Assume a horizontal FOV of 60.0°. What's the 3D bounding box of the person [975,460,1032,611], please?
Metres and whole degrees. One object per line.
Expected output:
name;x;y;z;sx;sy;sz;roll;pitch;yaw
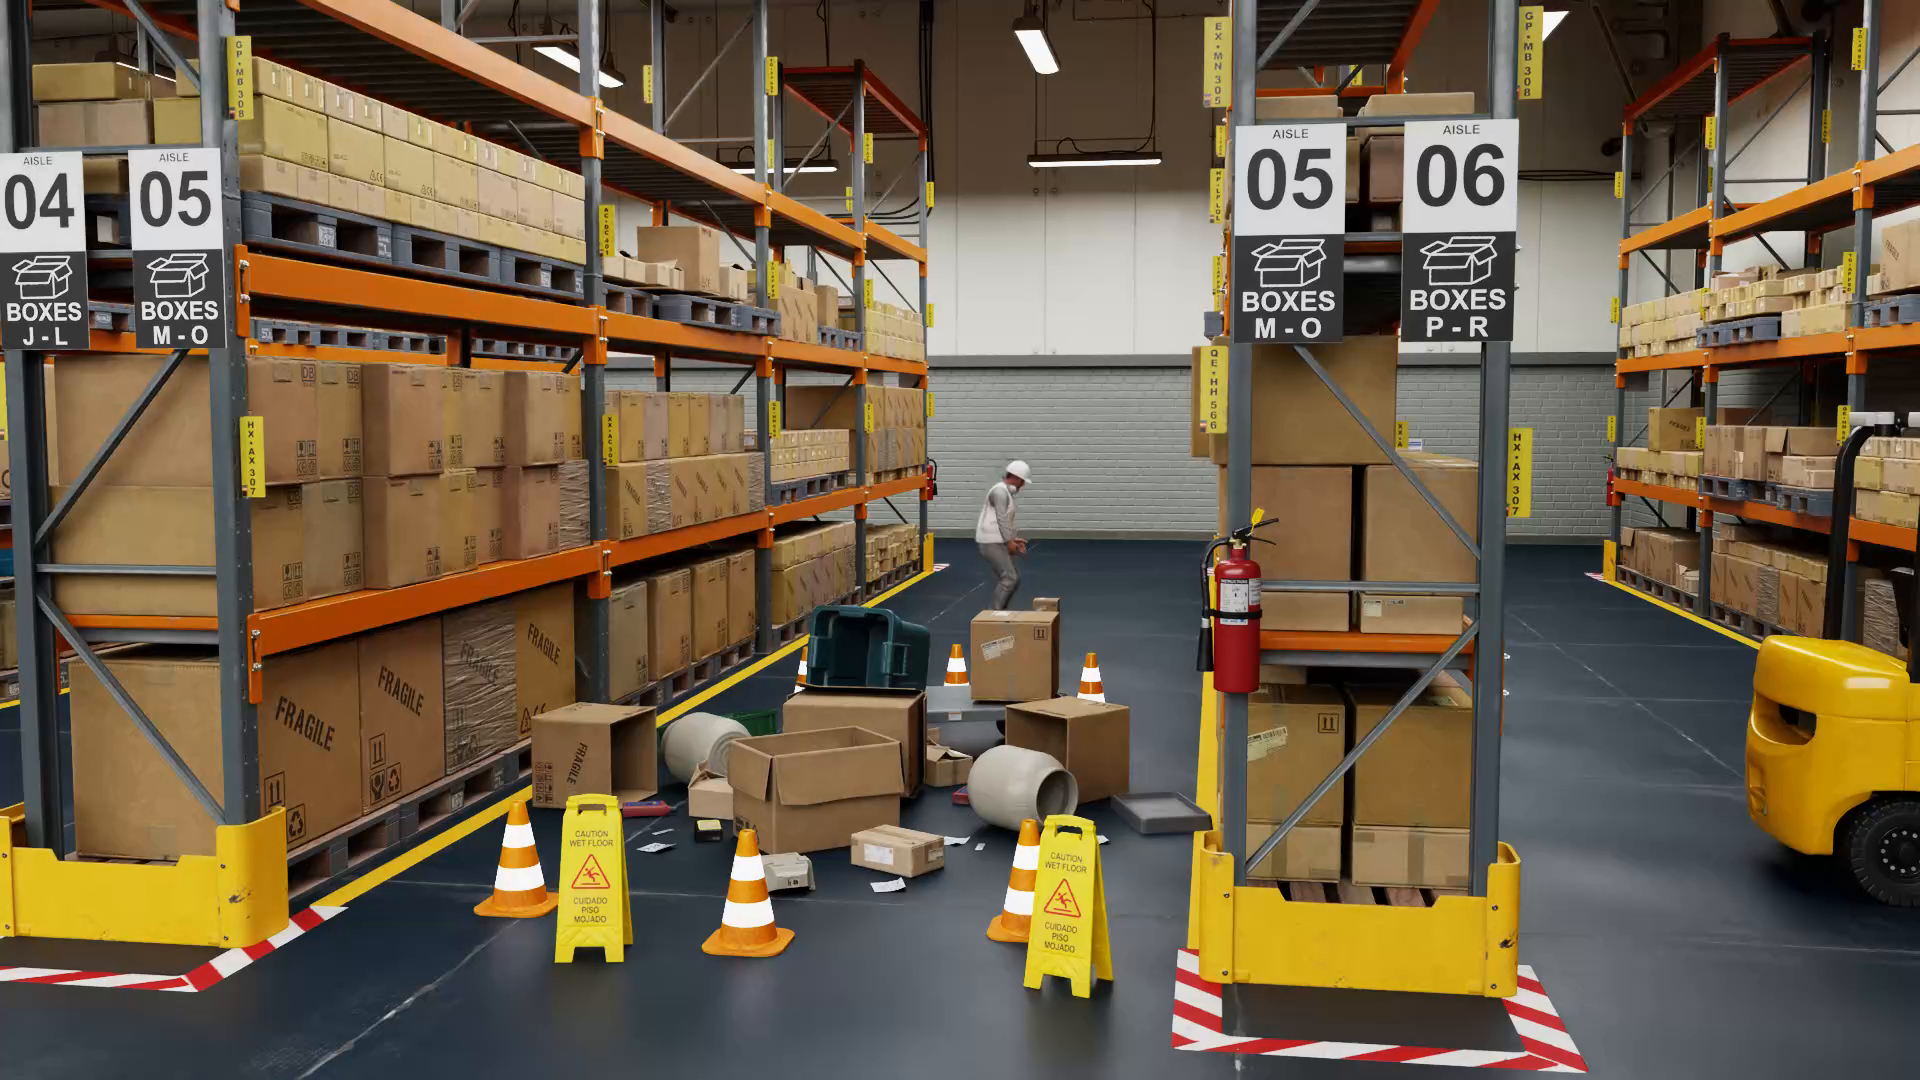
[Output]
person;0.448;0.021;16.953;0.559;1.665;0.573;1;4;10
